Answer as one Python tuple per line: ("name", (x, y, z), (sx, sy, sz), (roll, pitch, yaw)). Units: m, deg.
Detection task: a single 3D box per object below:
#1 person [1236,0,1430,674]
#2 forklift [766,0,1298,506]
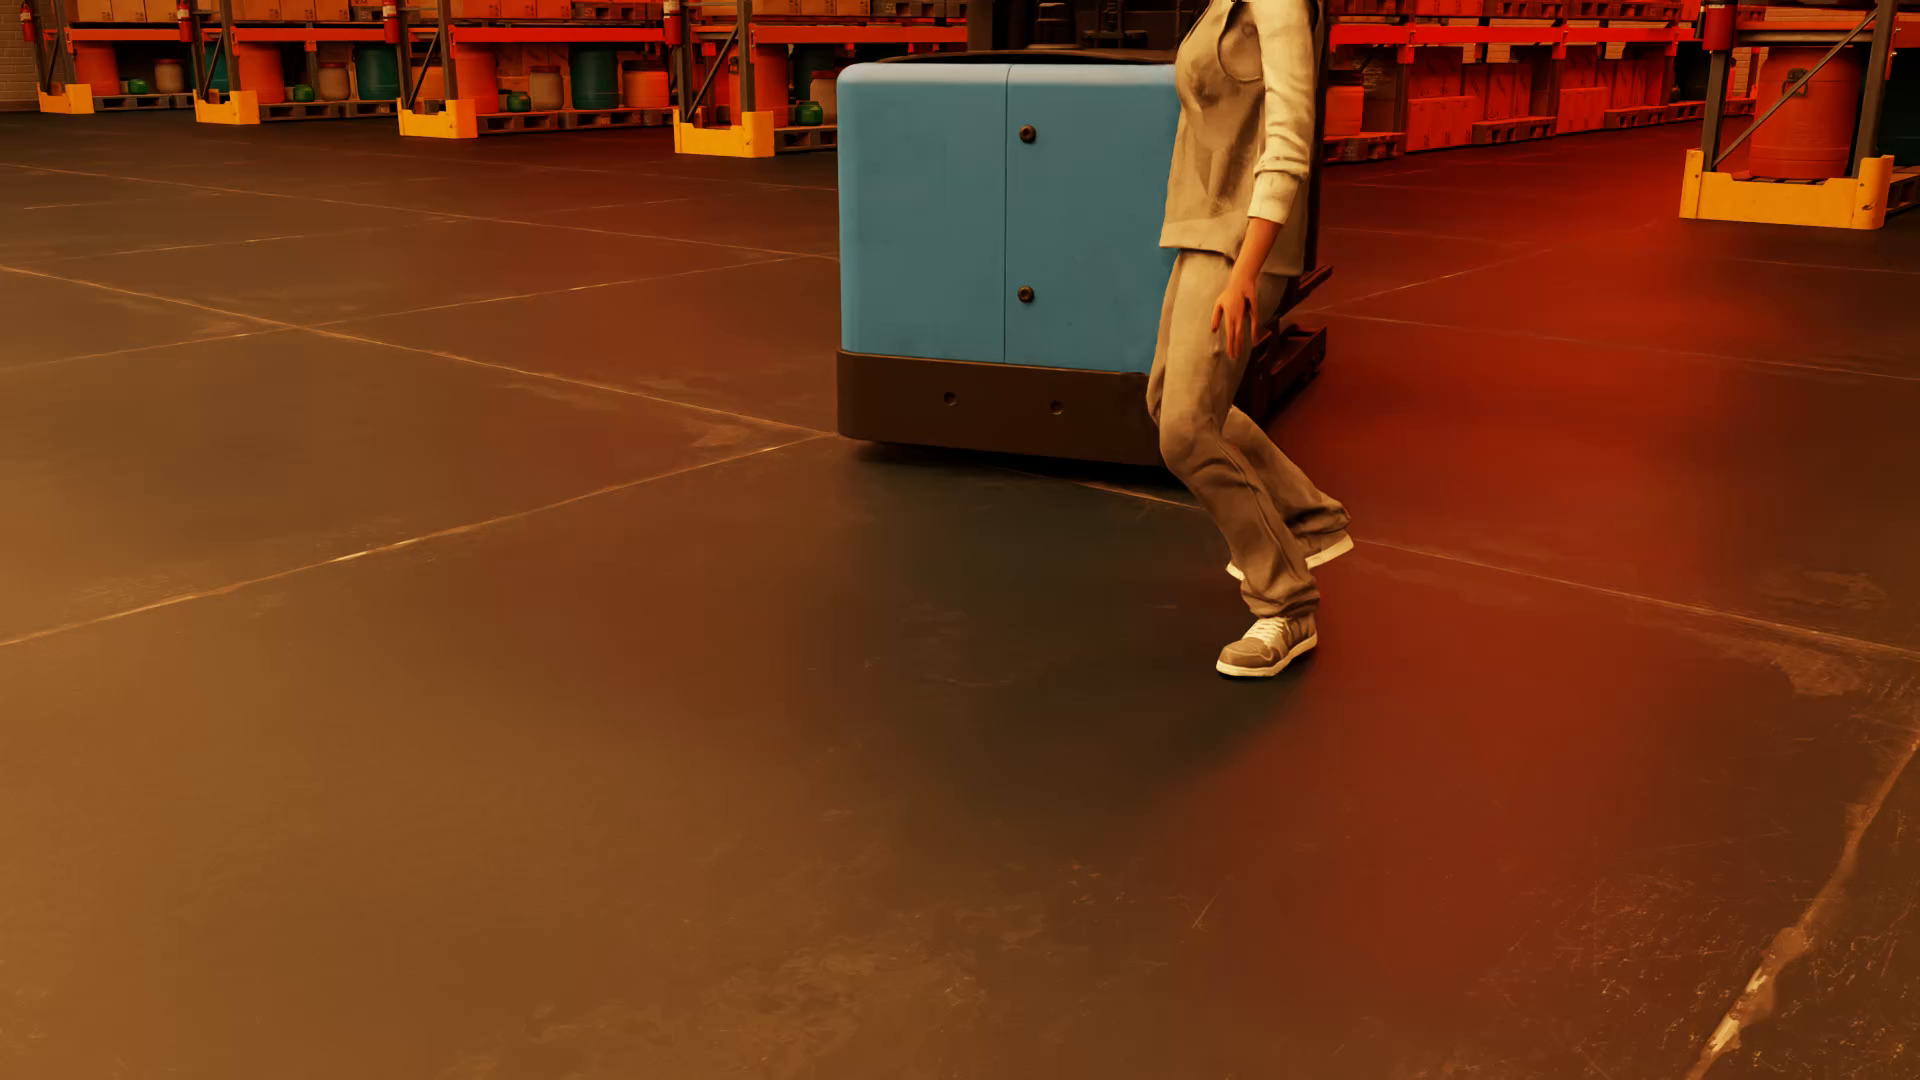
("person", (0.723, -0.577, 3.188), (0.353, 1.551, 0.700), (2, 17, 7))
("forklift", (0.517, -1.869, 5.052), (1.130, 2.935, 3.031), (6, 18, 20))
